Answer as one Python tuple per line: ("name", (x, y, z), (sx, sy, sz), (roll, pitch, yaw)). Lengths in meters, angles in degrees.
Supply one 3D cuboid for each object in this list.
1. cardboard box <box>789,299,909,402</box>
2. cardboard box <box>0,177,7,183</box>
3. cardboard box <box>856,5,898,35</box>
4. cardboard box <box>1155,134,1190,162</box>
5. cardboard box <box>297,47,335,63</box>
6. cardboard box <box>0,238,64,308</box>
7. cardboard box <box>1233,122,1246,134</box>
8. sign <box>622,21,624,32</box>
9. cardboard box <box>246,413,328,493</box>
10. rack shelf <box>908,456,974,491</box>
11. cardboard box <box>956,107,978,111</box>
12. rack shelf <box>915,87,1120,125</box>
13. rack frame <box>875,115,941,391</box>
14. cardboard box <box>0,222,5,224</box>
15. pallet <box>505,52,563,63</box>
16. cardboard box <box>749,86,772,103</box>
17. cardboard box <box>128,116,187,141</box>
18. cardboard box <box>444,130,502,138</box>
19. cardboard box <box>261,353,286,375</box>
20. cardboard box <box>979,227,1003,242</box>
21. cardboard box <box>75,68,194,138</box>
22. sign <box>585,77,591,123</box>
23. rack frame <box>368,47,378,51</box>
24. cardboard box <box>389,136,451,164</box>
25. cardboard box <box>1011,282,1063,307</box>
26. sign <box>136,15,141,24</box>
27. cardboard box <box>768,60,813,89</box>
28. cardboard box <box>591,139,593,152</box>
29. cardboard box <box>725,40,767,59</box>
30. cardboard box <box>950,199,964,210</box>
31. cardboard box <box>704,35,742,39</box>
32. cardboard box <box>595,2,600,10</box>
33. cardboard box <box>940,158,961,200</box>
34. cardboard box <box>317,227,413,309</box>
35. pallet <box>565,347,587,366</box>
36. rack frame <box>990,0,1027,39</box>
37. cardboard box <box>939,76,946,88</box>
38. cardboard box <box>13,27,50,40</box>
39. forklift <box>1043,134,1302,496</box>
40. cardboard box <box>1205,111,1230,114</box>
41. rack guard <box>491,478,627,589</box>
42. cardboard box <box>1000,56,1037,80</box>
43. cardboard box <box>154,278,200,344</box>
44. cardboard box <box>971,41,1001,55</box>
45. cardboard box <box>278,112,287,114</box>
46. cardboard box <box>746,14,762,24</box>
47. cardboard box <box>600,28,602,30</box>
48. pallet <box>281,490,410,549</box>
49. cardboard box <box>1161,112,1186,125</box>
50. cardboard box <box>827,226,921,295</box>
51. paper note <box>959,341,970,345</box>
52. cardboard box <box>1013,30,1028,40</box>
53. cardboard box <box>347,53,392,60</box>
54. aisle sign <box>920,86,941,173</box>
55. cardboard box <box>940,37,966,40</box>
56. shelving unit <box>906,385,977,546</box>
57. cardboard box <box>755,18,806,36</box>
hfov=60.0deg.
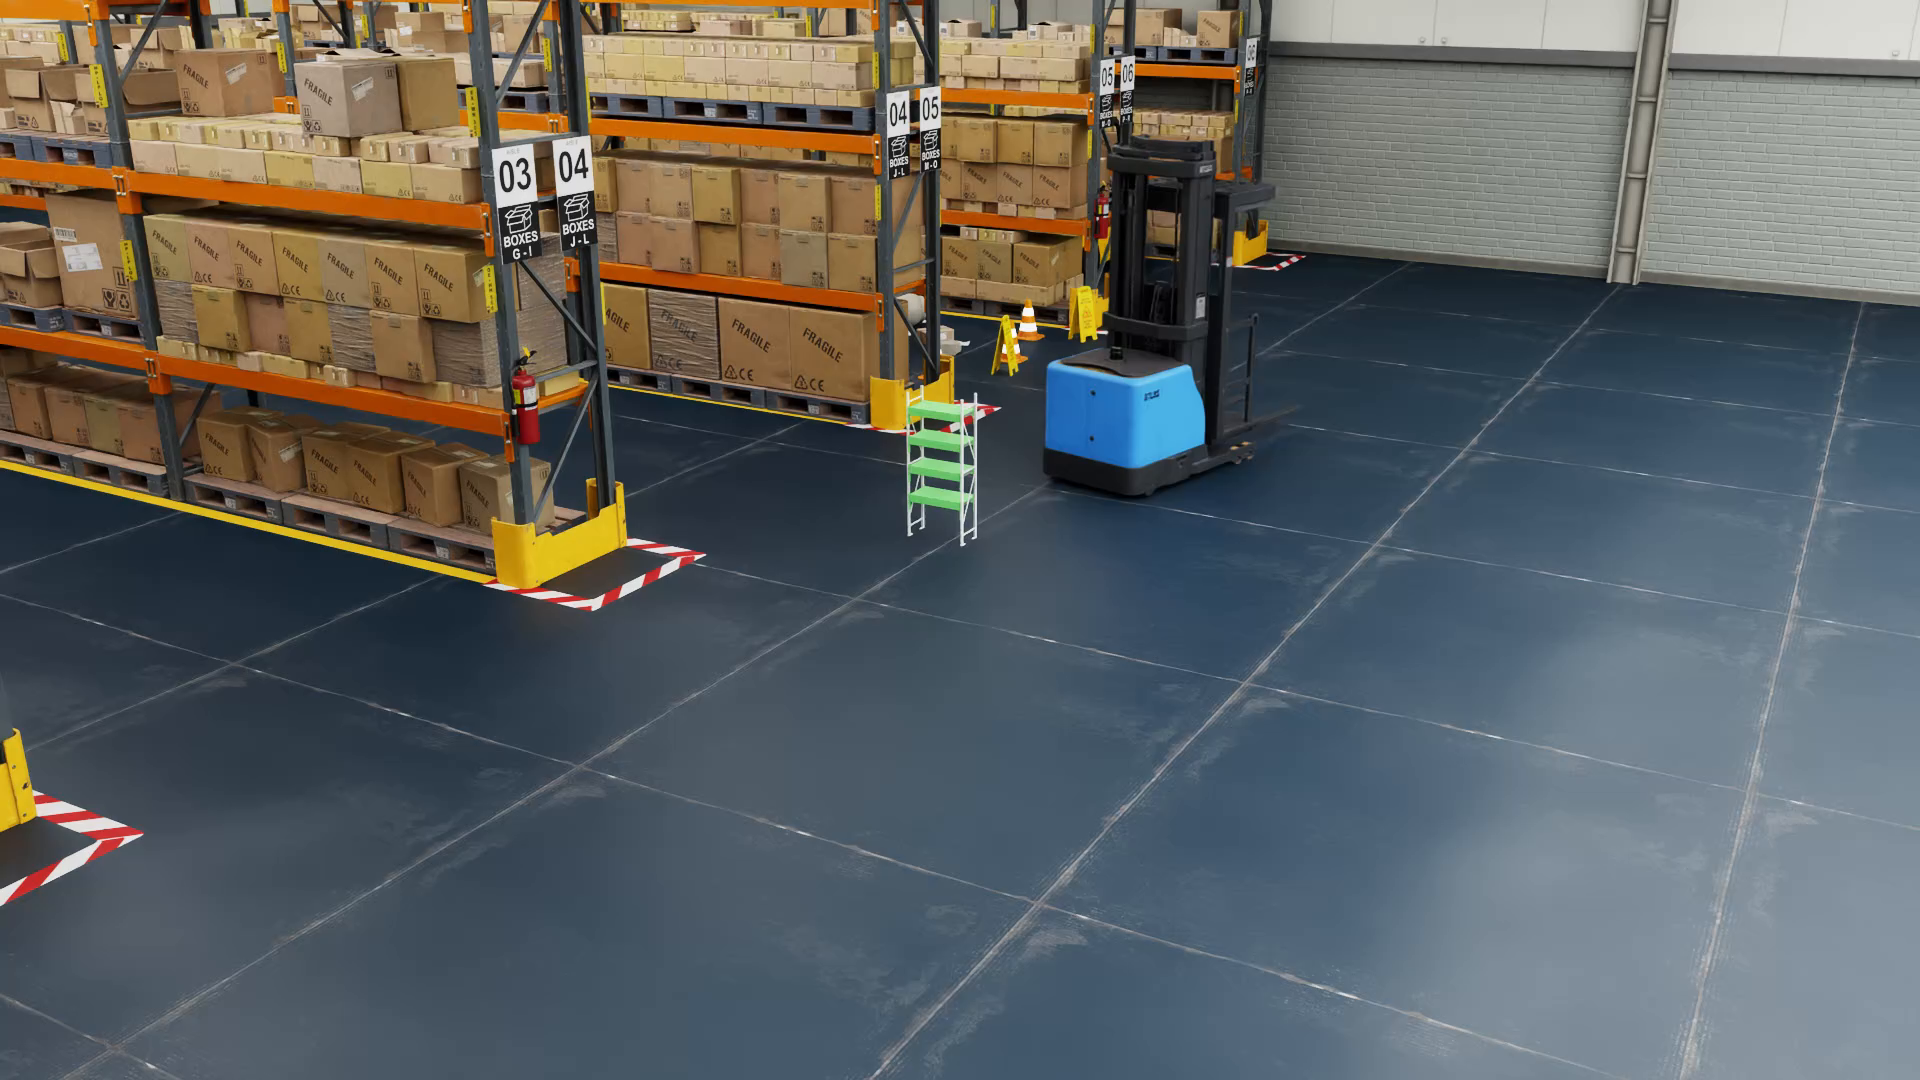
("cardboard box", (-1.118, -1.977, 16.916), (0.875, 0.875, 0.875), (11, 23, 28))
("cardboard box", (-12.856, -5.126, 22.516), (0.500, 0.500, 0.500), (10, 22, 26))
("cardboard box", (-1.333, -8.324, 26.605), (0.500, 0.500, 0.500), (11, 23, 29))
("cardboard box", (3.243, -5.794, 24.791), (0.500, 0.500, 0.500), (12, 23, 29))
("cardboard box", (-7.847, -5.647, 19.988), (0.500, 0.500, 0.500), (11, 23, 27))
("cardboard box", (-8.052, -2.397, 14.808), (0.637, 0.503, 0.797), (13, 24, 33))
("cardboard box", (4.080, -6.139, 24.794), (0.250, 0.149, 0.380), (10, 22, 26))
("sign", (-4.886, -7.320, 23.990), (0.005, 0.325, 0.100), (11, 23, 27))
("cardboard box", (-5.660, -0.741, 14.060), (0.500, 0.500, 0.500), (-17, 26, -39))
("rack shelf", (-0.145, -0.532, 13.258), (0.480, 0.148, 0.258), (11, 23, 27))
("cardboard box", (0.129, -6.895, 26.877), (0.250, 0.149, 0.380), (11, 23, 27))
("rack shelf", (0.086, -5.580, 21.006), (4.000, 0.370, 1.077), (11, 23, 27))
("rack frame", (-0.494, -2.685, 16.369), (0.127, 3.000, 1.000), (11, 23, 27))
("cardboard box", (-13.876, -4.470, 23.982), (0.250, 0.149, 0.380), (11, 23, 28))
("pallet", (-5.740, -6.919, 23.917), (1.003, 0.211, 1.213), (12, 23, 30))
("cardboard box", (-1.838, -4.345, 16.152), (0.250, 0.149, 0.380), (10, 22, 27))
("cardboard box", (-6.360, -3.272, 13.222), (0.250, 0.149, 0.380), (10, 22, 26))
("cardboard box", (-3.588, -2.944, 12.319), (0.250, 0.149, 0.380), (10, 22, 26))
("cardboard box", (-5.349, -1.447, 13.323), (0.250, 0.149, 0.380), (11, 23, 27))
("cardboard box", (0.434, -3.877, 21.021), (0.250, 0.149, 0.380), (11, 23, 28))
("cardboard box", (-6.855, -3.654, 13.874), (0.637, 0.503, 0.797), (10, 22, 25))
("sign", (-2.737, -3.208, 12.129), (0.005, 0.325, 0.100), (11, 23, 27))
("rack frame", (-8.644, -6.171, 25.979), (0.127, 3.000, 1.000), (11, 23, 27))
("cardboard box", (-3.858, -2.797, 11.913), (0.250, 0.149, 0.380), (10, 22, 25))
("cardboard box", (0.974, -3.139, 21.035), (0.500, 0.250, 0.500), (11, 23, 27))
("sign", (-10.703, -6.685, 21.660), (0.005, 0.325, 0.100), (11, 23, 27))
("cardboard box", (-1.494, -4.491, 15.968), (0.500, 0.250, 0.500), (11, 23, 27))
("cardboard box", (-5.474, -5.828, 24.520), (0.500, 0.250, 0.500), (11, 22, 27))
("cardboard box", (-2.063, -4.763, 16.135), (0.250, 0.149, 0.380), (10, 22, 27))
("cardboard box", (0.076, -4.316, 21.233), (0.250, 0.149, 0.380), (11, 23, 27))
("cardboard box", (-2.410, -5.086, 17.024), (0.250, 0.149, 0.380), (10, 22, 27))
("cardboard box", (-6.134, -9.366, 28.951), (0.258, 0.266, 0.396), (11, 22, 27))
("cardboard box", (-0.079, -4.629, 21.146), (0.500, 0.500, 0.500), (11, 23, 28))
("cardboard box", (-4.476, -2.065, 12.611), (0.500, 0.500, 0.500), (11, 23, 27))
("pallet", (-4.696, -2.145, 18.970), (1.213, 0.211, 1.003), (11, 23, 27))
("rack frame", (0.757, -9.139, 25.364), (0.127, 3.000, 1.000), (11, 23, 27))
("cardboard box", (-0.159, -5.751, 20.790), (0.250, 0.149, 0.380), (11, 23, 28))
("cardboard box", (-12.018, -6.561, 21.558), (0.250, 0.149, 0.380), (12, 23, 29))
("forklift", (2.102, -2.177, 15.067), (1.130, 2.935, 3.031), (17, 26, 39))
("cardboard box", (3.859, -6.328, 24.877), (0.250, 0.149, 0.380), (12, 23, 29))
("rack guard", (-3.067, -0.063, 12.805), (0.348, 0.500, 1.175), (11, 23, 27))
("cardboard box", (0.822, -5.748, 20.197), (0.500, 0.250, 0.500), (10, 22, 27))
("cardboard box", (-6.130, -1.984, 13.853), (0.500, 0.500, 0.875), (11, 23, 27))
("cardboard box", (0.333, -6.054, 20.455), (0.250, 0.149, 0.380), (10, 22, 26))
("cardboard box", (-10.513, -6.939, 26.483), (0.500, 0.500, 0.500), (11, 23, 28))
("cardboard box", (-3.357, -8.695, 27.738), (0.250, 0.149, 0.380), (10, 22, 25))
("cardboard box", (-6.530, -9.298, 29.983), (0.500, 0.250, 0.500), (10, 22, 26))
("pallet", (-4.820, -0.276, 13.816), (1.213, 0.211, 1.003), (11, 23, 27))
("cardboard box", (3.181, -6.273, 24.726), (0.250, 0.149, 0.380), (11, 23, 28))
("cardboard box", (-0.840, -2.804, 16.476), (0.550, 0.550, 0.875), (11, 23, 27))
("paper note", (0.036, -2.344, 19.783), (0.142, 0.019, 0.148), (3, 20, 9))
("cardboard box", (1.001, -7.690, 25.374), (0.250, 0.149, 0.380), (11, 23, 28))
("cardboard box", (-6.516, -5.330, 18.720), (0.500, 0.250, 0.500), (11, 23, 29))
("aisle sign", (-0.286, -3.985, 16.139), (0.004, 0.787, 0.394), (11, 23, 27))
("cardboard box", (-0.111, -6.324, 21.201), (0.250, 0.149, 0.380), (11, 23, 28))
("shelving unit", (-0.145, -0.592, 13.236), (0.503, 1.200, 0.258), (11, 23, 27))
("cardboard box", (-2.415, -6.909, 22.486), (0.500, 0.250, 0.500), (10, 22, 26))
